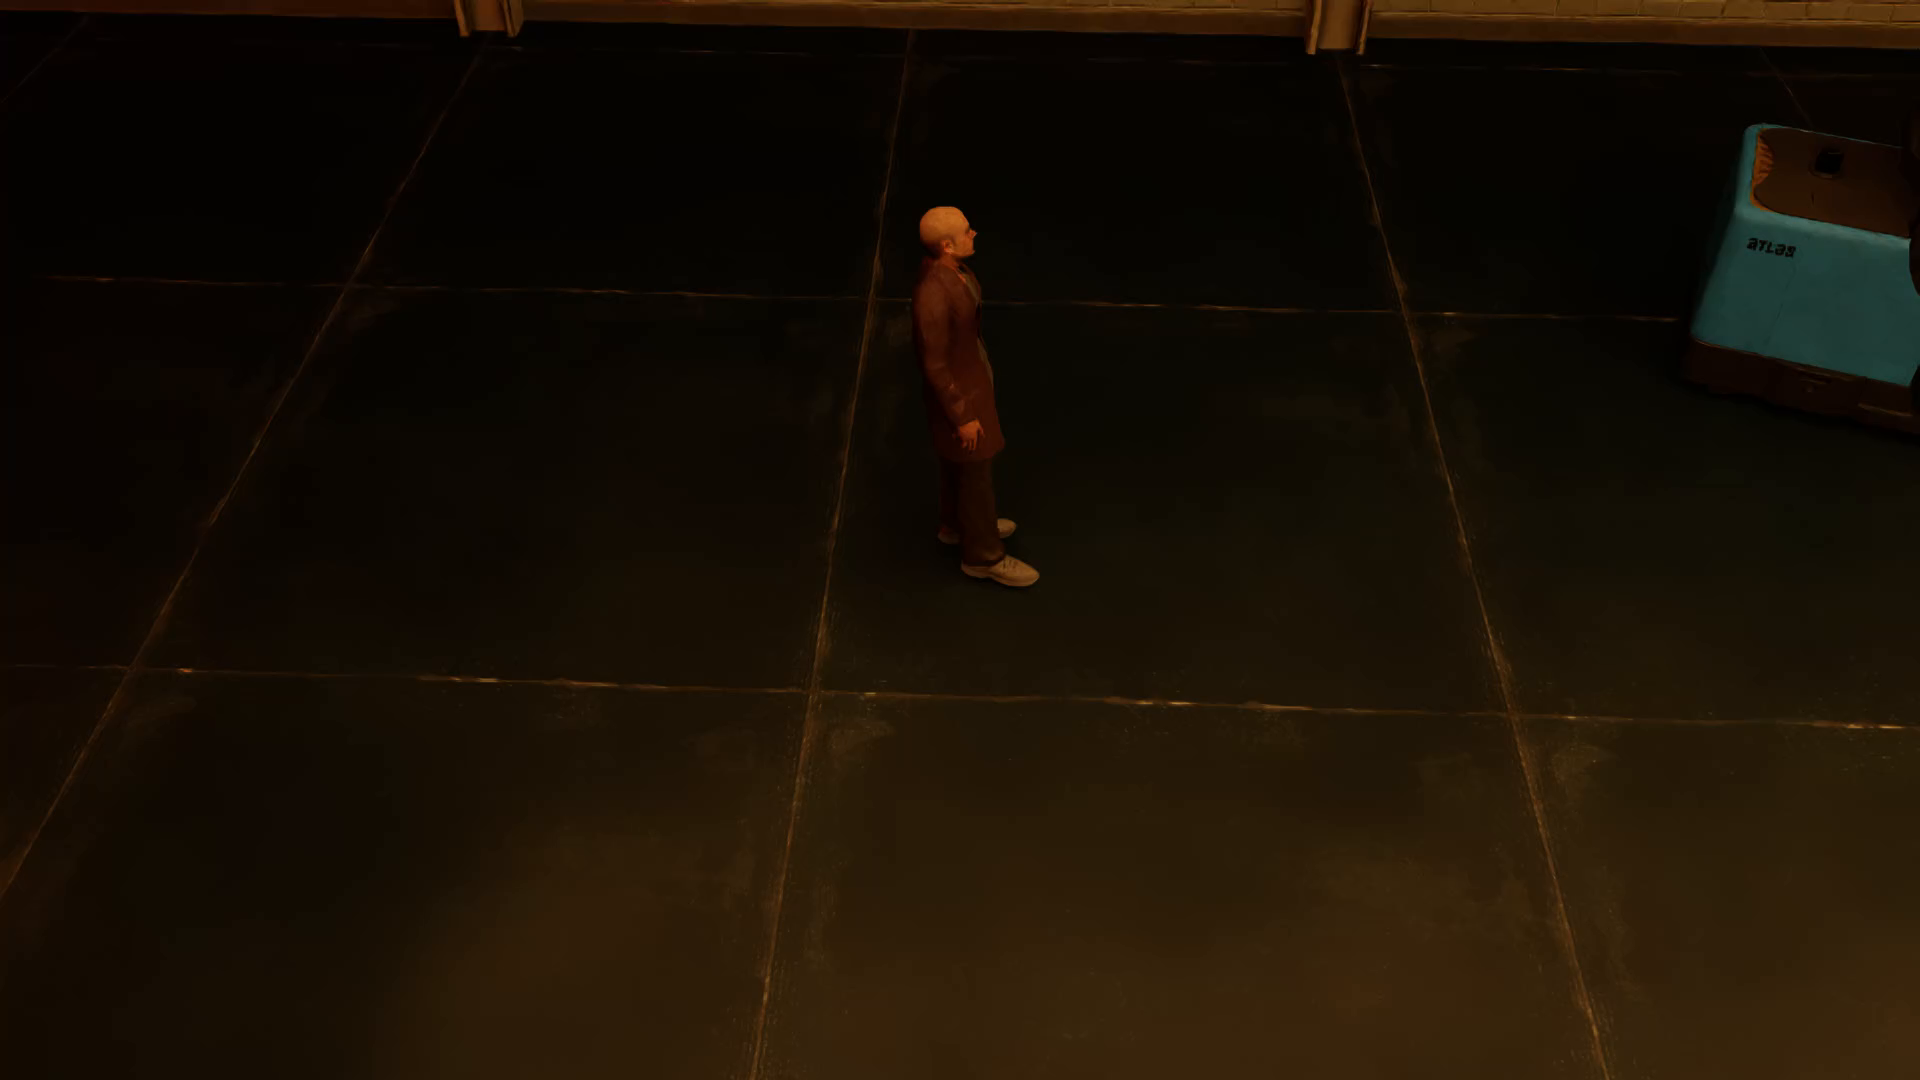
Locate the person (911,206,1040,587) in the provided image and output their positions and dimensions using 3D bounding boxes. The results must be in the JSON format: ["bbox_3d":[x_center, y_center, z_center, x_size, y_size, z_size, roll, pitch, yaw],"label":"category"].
[{"bbox_3d":[0.091,-0.584,7.371,0.580,1.582,0.694,2,42,2],"label":"person"}]

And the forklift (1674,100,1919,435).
[{"bbox_3d":[5.346,-1.818,7.734,3.031,2.935,1.130,16,45,16],"label":"forklift"}]
